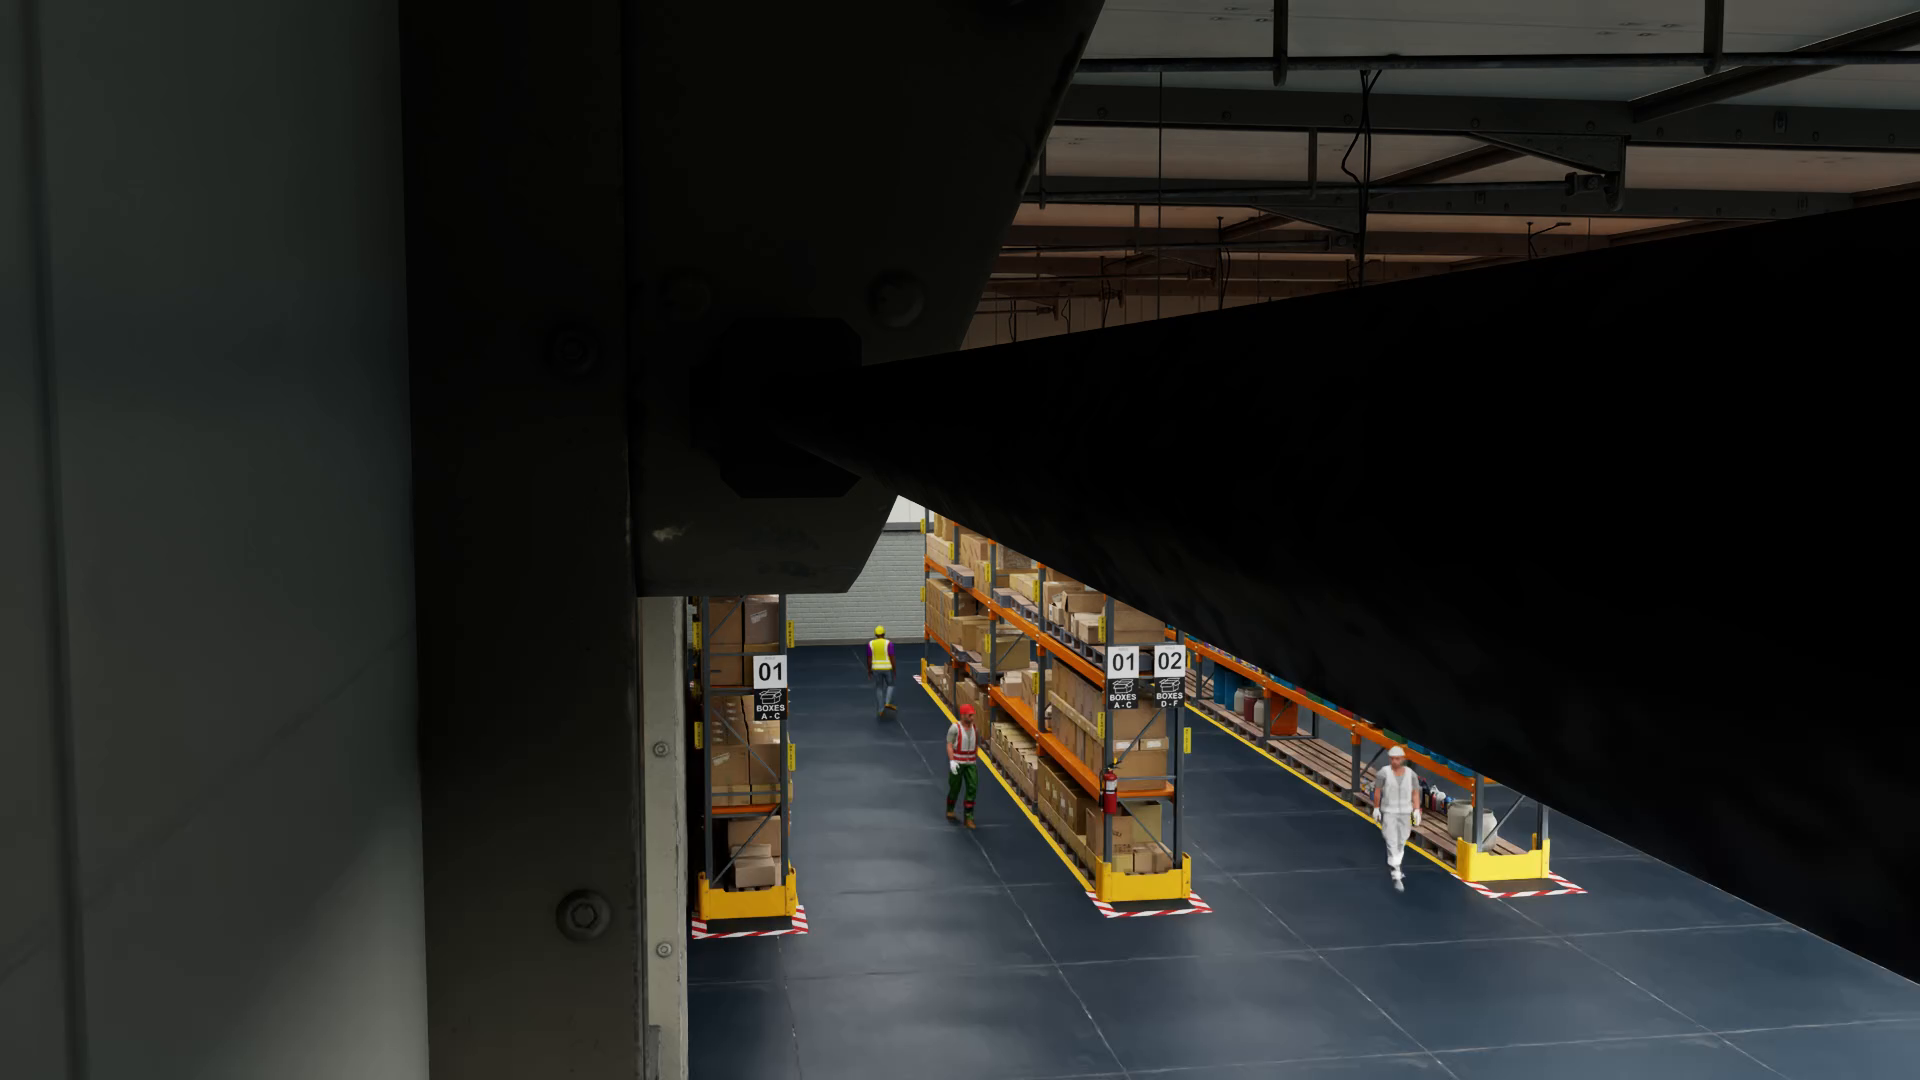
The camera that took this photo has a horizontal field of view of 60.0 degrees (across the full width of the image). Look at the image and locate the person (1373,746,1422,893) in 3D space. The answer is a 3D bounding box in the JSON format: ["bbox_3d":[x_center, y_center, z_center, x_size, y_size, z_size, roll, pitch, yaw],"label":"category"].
[{"bbox_3d":[5.662,3.557,21.439,0.551,1.787,0.820,0,5,-1],"label":"person"}]

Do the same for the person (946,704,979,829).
[{"bbox_3d":[0.058,3.310,24.497,0.631,1.788,0.778,-3,6,-33],"label":"person"}]

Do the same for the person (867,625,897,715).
[{"bbox_3d":[-1.548,2.564,32.799,0.600,1.752,0.489,0,5,2],"label":"person"}]
